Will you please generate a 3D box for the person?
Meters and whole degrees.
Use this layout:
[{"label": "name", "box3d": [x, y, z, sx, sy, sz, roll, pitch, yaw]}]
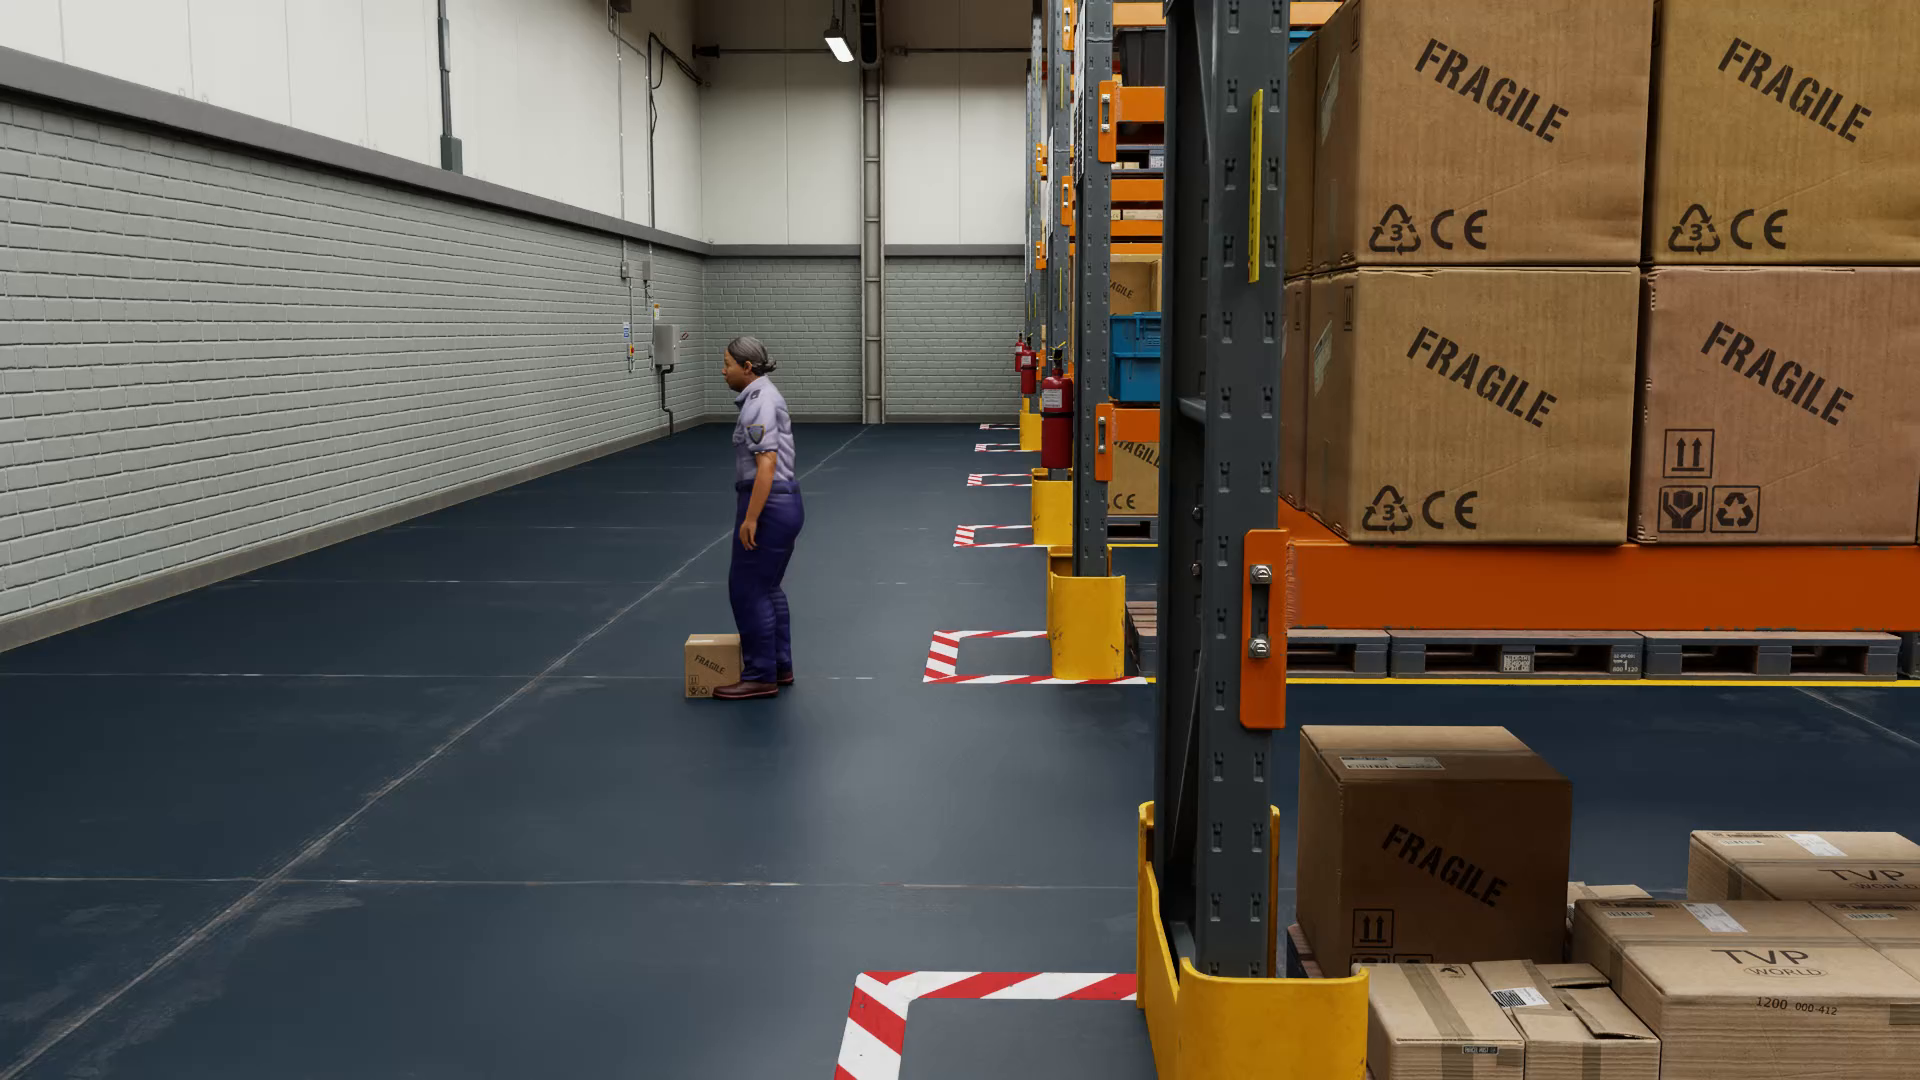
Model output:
[{"label": "person", "box3d": [-0.932, -0.108, 7.655, 0.418, 1.649, 0.563, 0, 7, -1]}]
